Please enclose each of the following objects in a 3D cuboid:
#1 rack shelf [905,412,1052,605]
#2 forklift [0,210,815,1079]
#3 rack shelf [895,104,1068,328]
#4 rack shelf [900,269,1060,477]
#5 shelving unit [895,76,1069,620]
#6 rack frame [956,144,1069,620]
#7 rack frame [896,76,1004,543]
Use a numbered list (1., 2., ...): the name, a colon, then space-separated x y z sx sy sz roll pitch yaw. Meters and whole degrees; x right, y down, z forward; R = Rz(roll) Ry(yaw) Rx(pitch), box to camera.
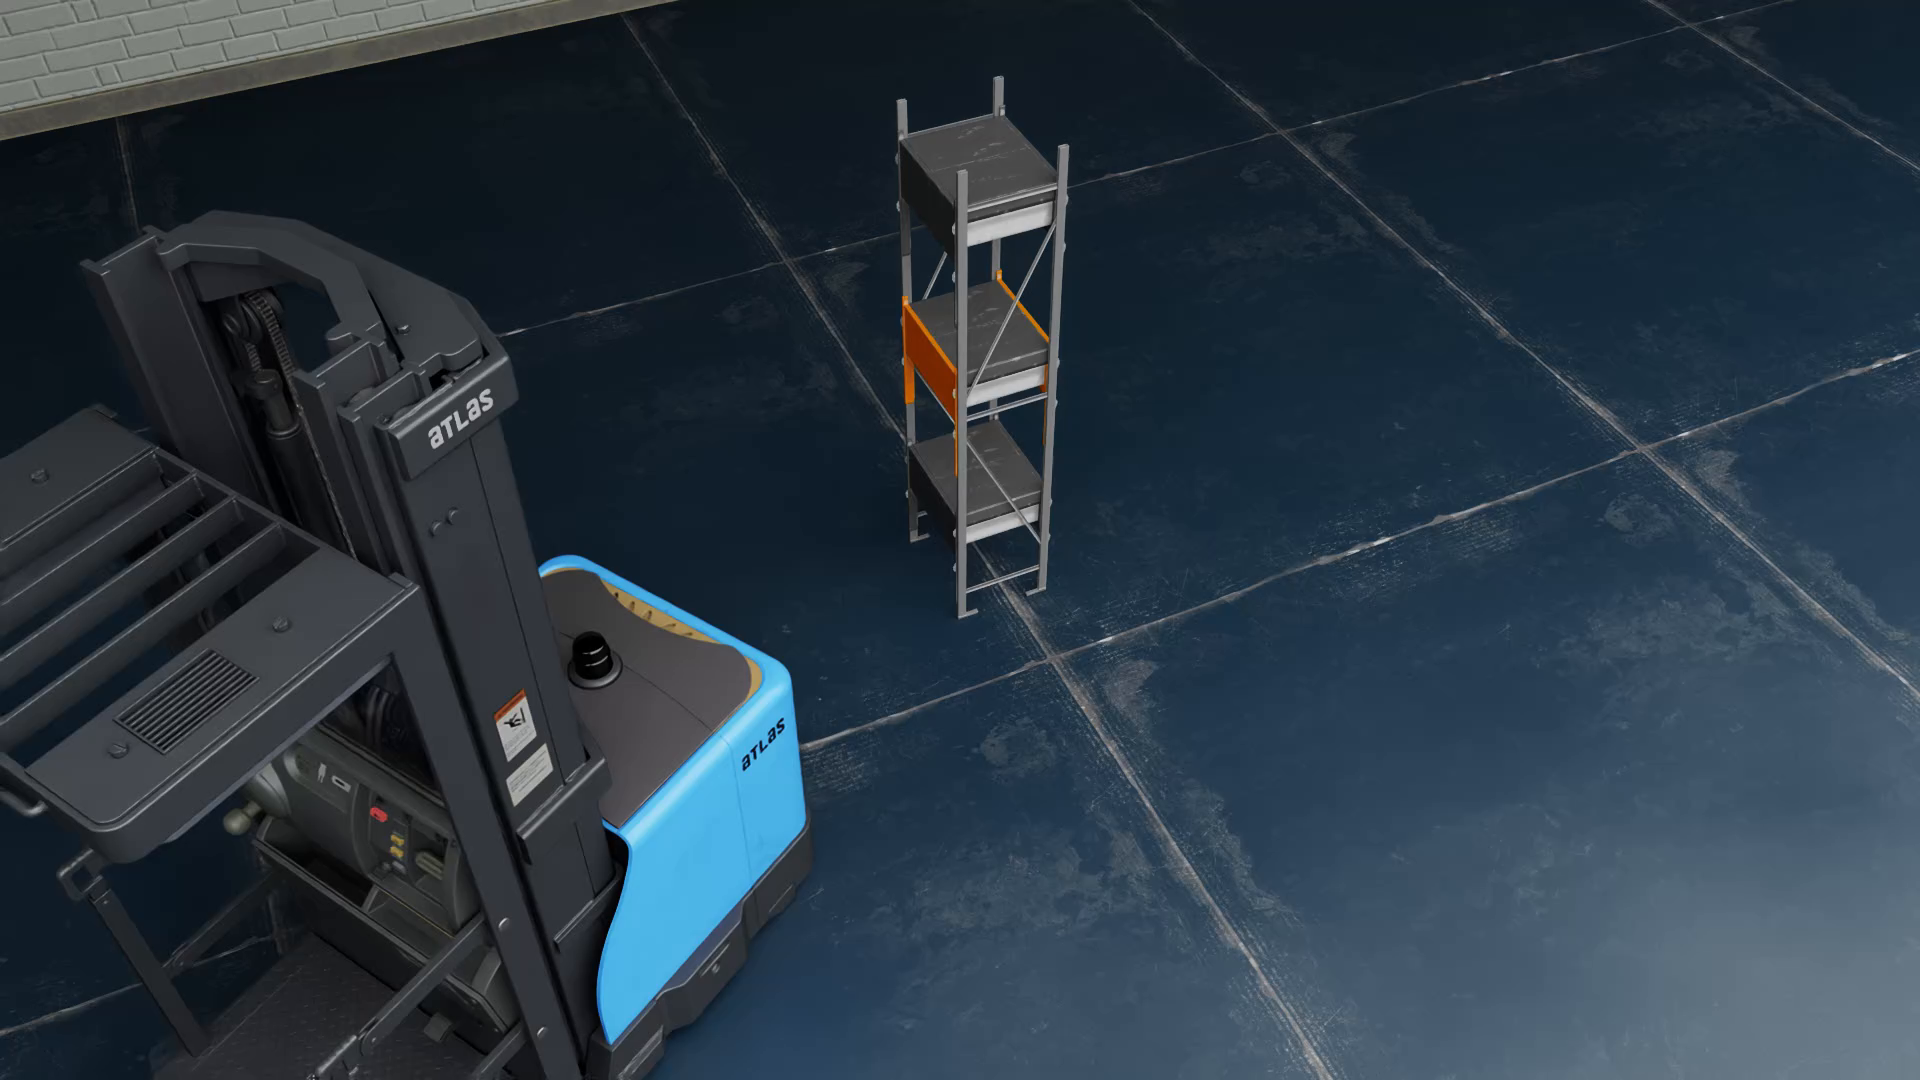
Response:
1. rack shelf: 0.070 -0.134 6.776 0.431 0.518 0.480 -18 47 -17
2. forklift: -1.749 0.794 4.227 1.130 2.935 3.031 25 50 23
3. rack shelf: 0.070 -1.130 5.792 0.431 0.518 0.480 -18 47 -17
4. rack shelf: 0.070 -0.632 6.284 0.431 0.518 0.480 -18 47 -17
5. shelving unit: 0.070 -0.642 6.274 0.431 2.100 0.503 -18 47 -17
6. rack frame: 0.172 -0.486 6.117 0.400 2.100 0.015 -18 47 -17
7. rack frame: -0.033 -0.797 6.432 0.400 2.100 0.015 -18 47 -17
